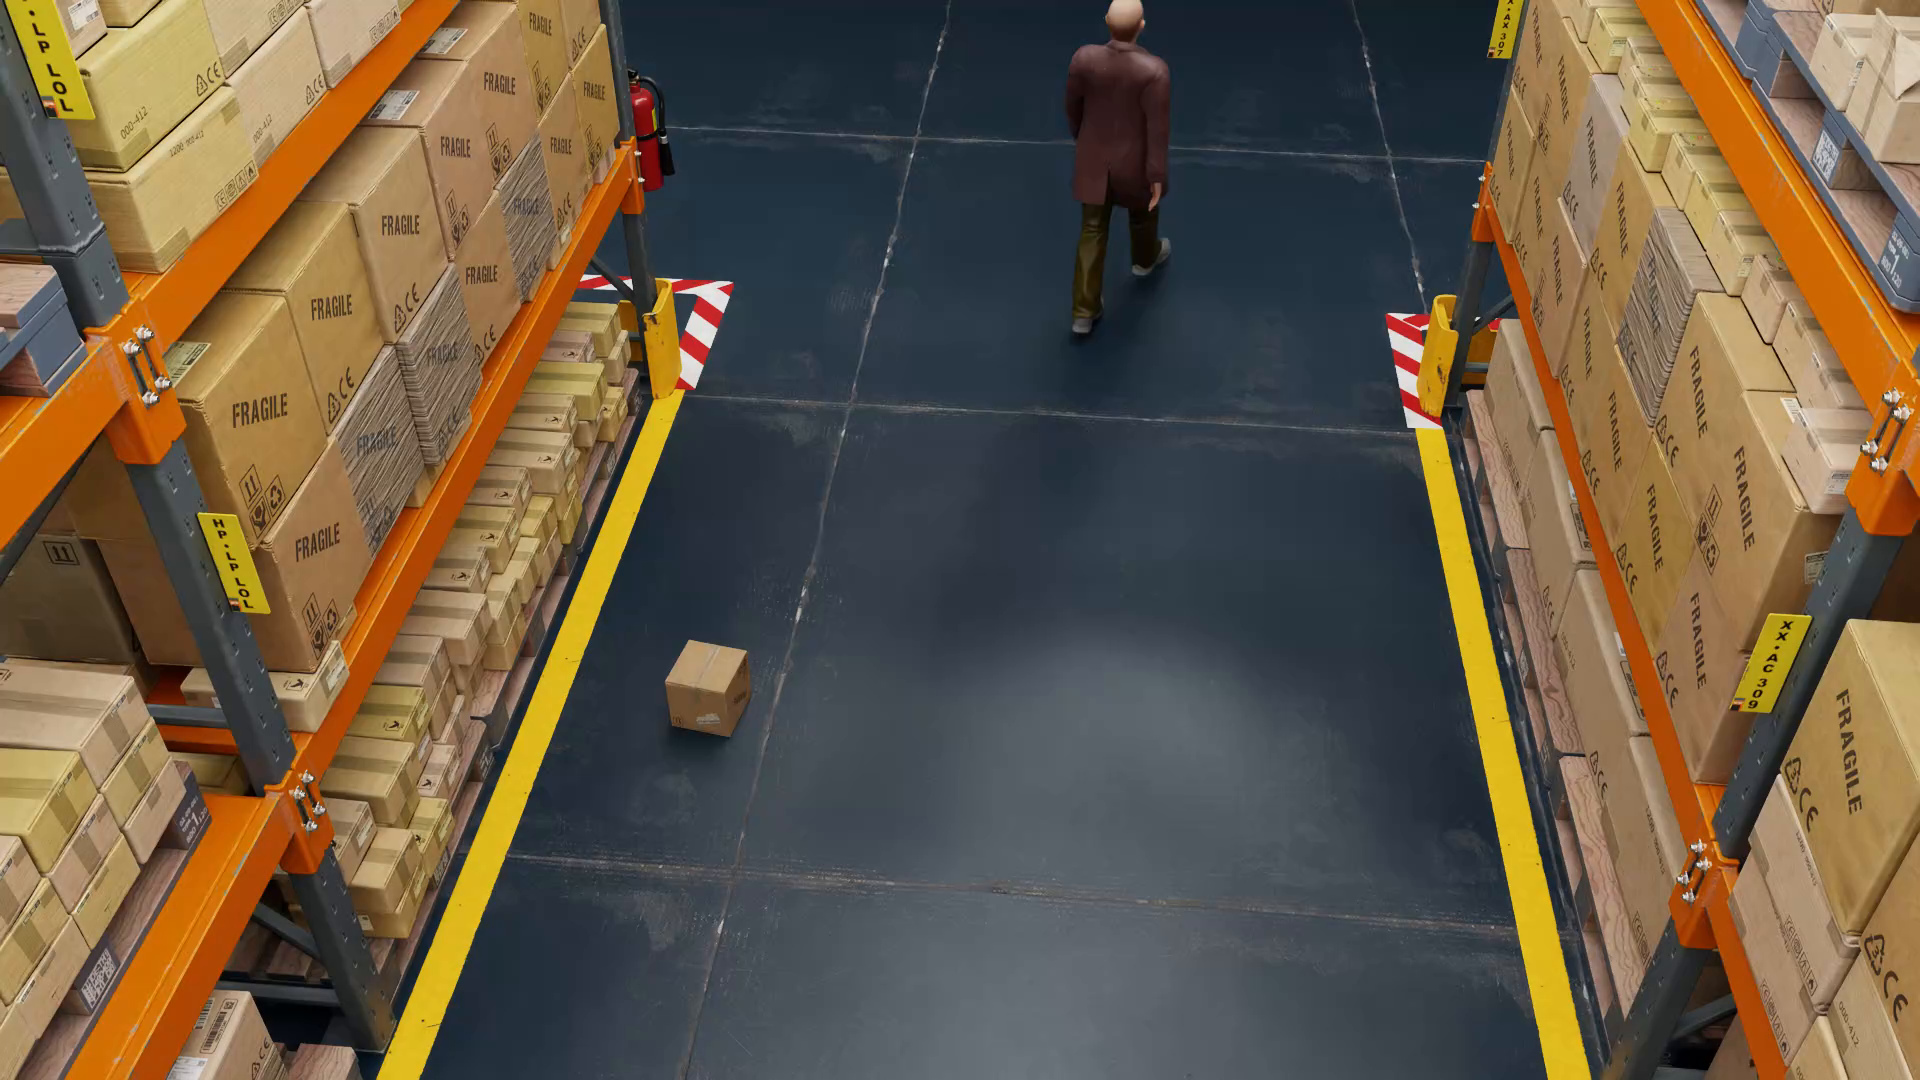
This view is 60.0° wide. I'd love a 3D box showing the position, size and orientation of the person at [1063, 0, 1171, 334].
[{"bbox_3d":[0.840,-2.038,8.617,0.602,1.730,1.056,13,41,15],"label":"person"}]
